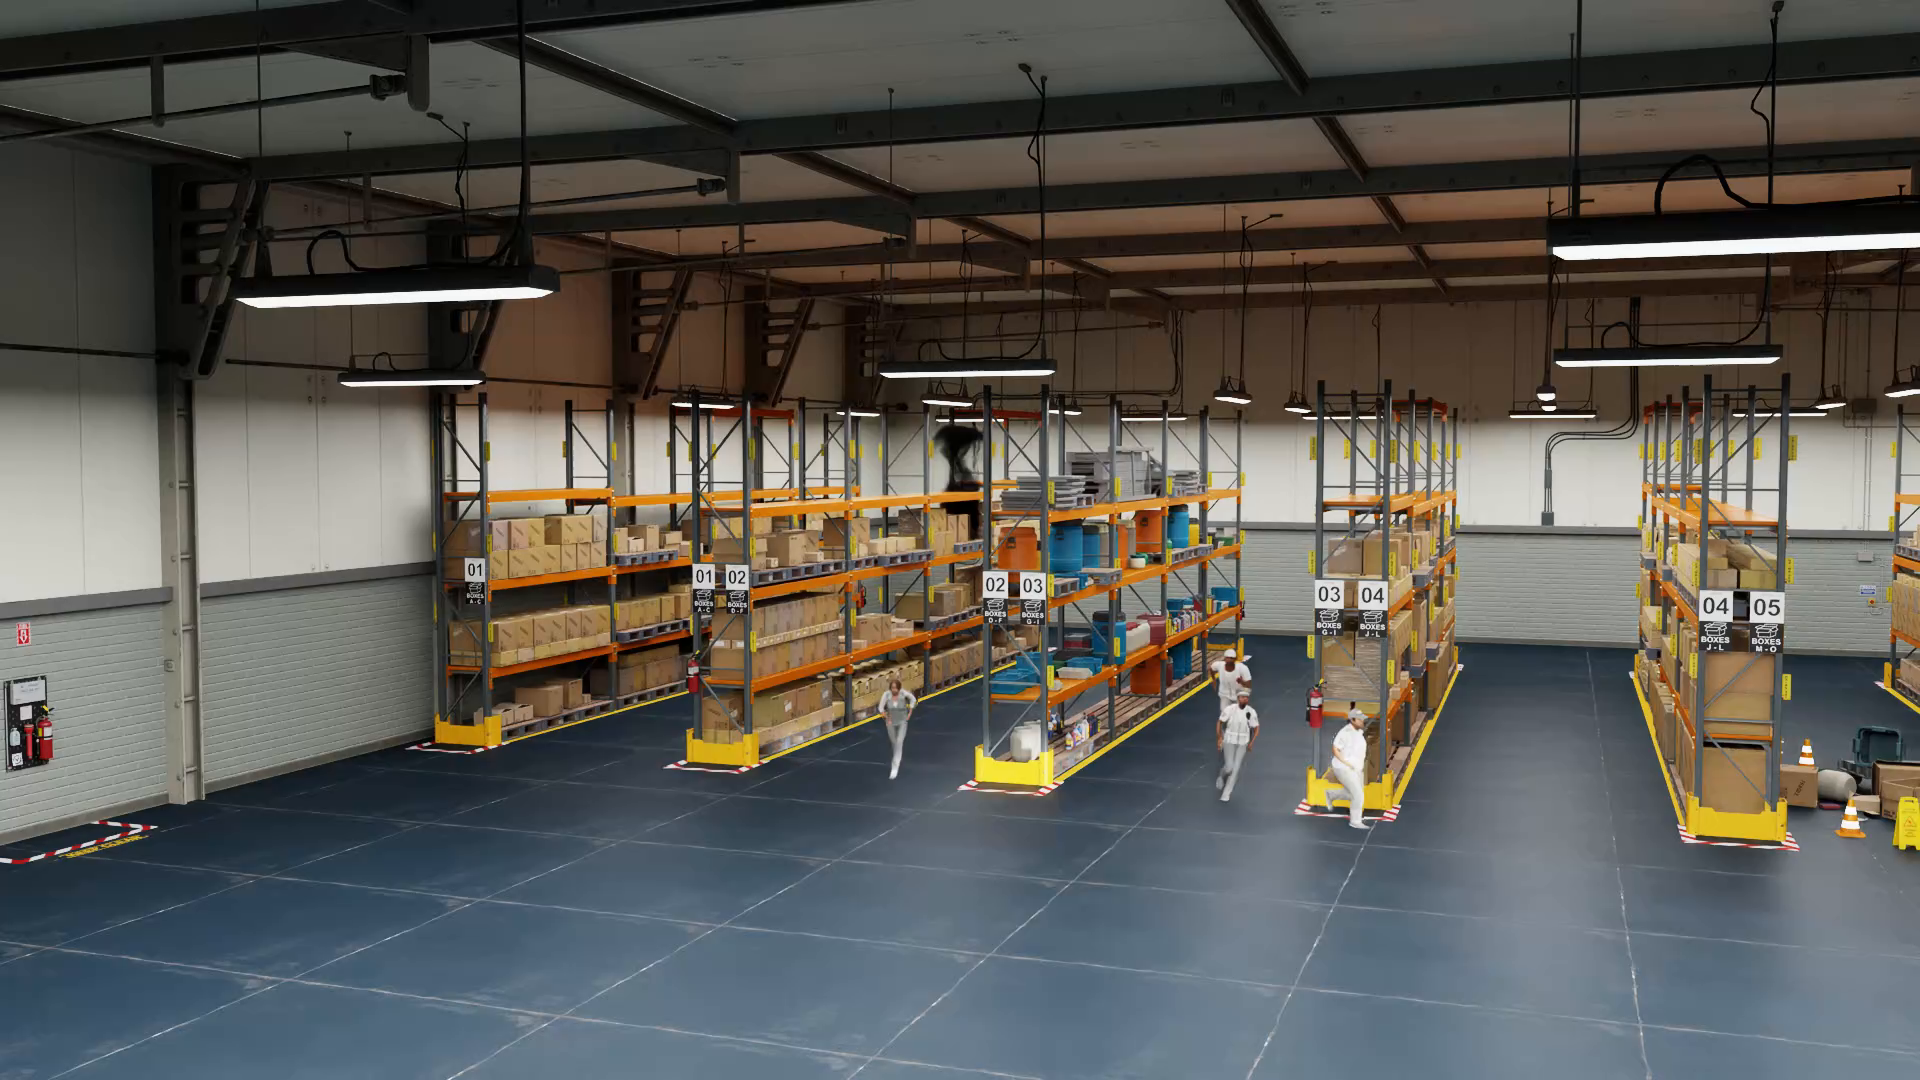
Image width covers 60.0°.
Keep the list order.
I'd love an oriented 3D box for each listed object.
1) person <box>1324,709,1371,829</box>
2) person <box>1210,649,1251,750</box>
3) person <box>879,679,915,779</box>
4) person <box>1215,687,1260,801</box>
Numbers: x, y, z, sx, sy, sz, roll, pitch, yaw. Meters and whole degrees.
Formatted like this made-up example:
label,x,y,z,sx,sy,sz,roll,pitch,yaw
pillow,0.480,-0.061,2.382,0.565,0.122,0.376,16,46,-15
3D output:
label,x,y,z,sx,sy,sz,roll,pitch,yaw
person,5.120,3.048,22.202,0.601,1.622,0.735,-3,4,-43
person,4.527,2.654,27.834,0.683,1.713,0.916,1,3,10
person,-0.978,2.887,25.837,0.570,1.539,0.881,0,3,-2
person,4.001,2.917,23.897,0.613,1.622,0.522,0,3,3
